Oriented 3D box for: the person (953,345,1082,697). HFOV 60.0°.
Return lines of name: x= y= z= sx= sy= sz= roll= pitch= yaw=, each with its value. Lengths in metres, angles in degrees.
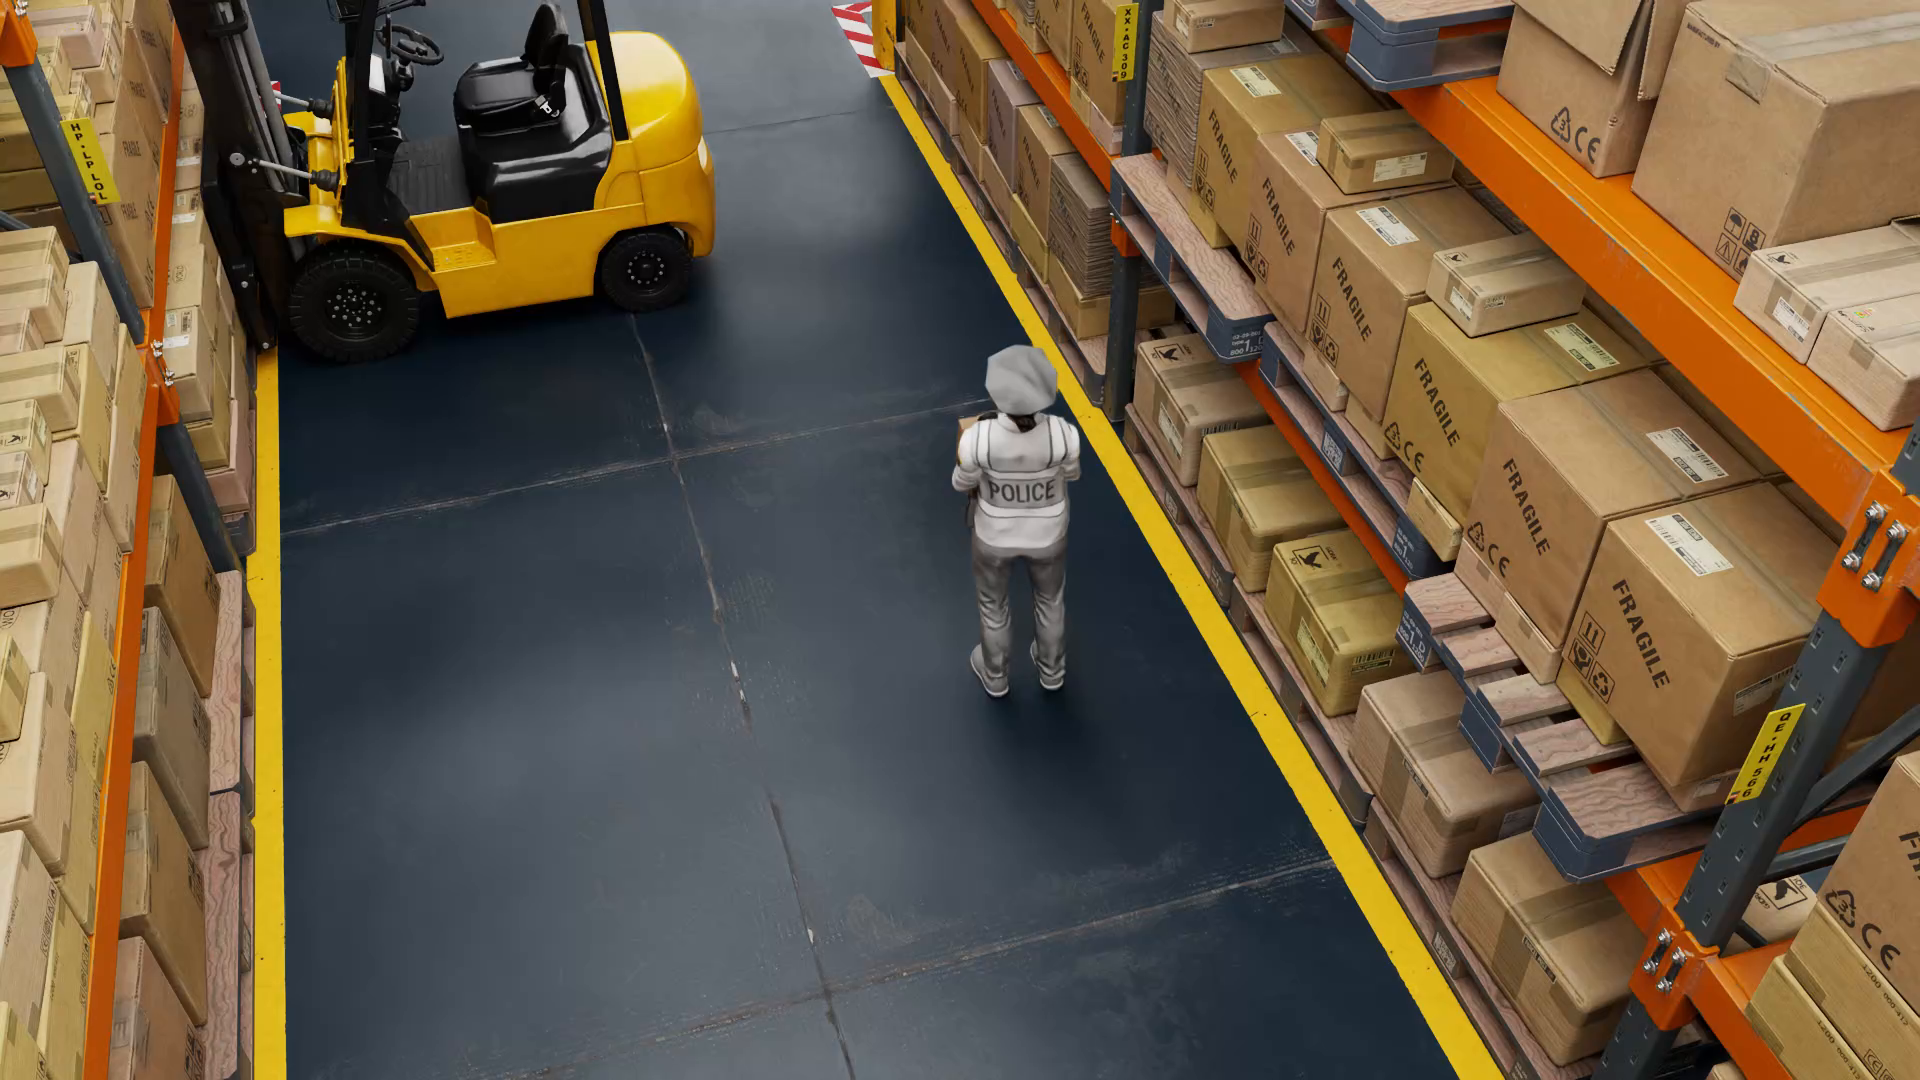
person: x=0.207 y=-0.079 z=6.219 sx=0.469 sy=1.698 sz=0.549 roll=-2 pitch=43 yaw=-2
